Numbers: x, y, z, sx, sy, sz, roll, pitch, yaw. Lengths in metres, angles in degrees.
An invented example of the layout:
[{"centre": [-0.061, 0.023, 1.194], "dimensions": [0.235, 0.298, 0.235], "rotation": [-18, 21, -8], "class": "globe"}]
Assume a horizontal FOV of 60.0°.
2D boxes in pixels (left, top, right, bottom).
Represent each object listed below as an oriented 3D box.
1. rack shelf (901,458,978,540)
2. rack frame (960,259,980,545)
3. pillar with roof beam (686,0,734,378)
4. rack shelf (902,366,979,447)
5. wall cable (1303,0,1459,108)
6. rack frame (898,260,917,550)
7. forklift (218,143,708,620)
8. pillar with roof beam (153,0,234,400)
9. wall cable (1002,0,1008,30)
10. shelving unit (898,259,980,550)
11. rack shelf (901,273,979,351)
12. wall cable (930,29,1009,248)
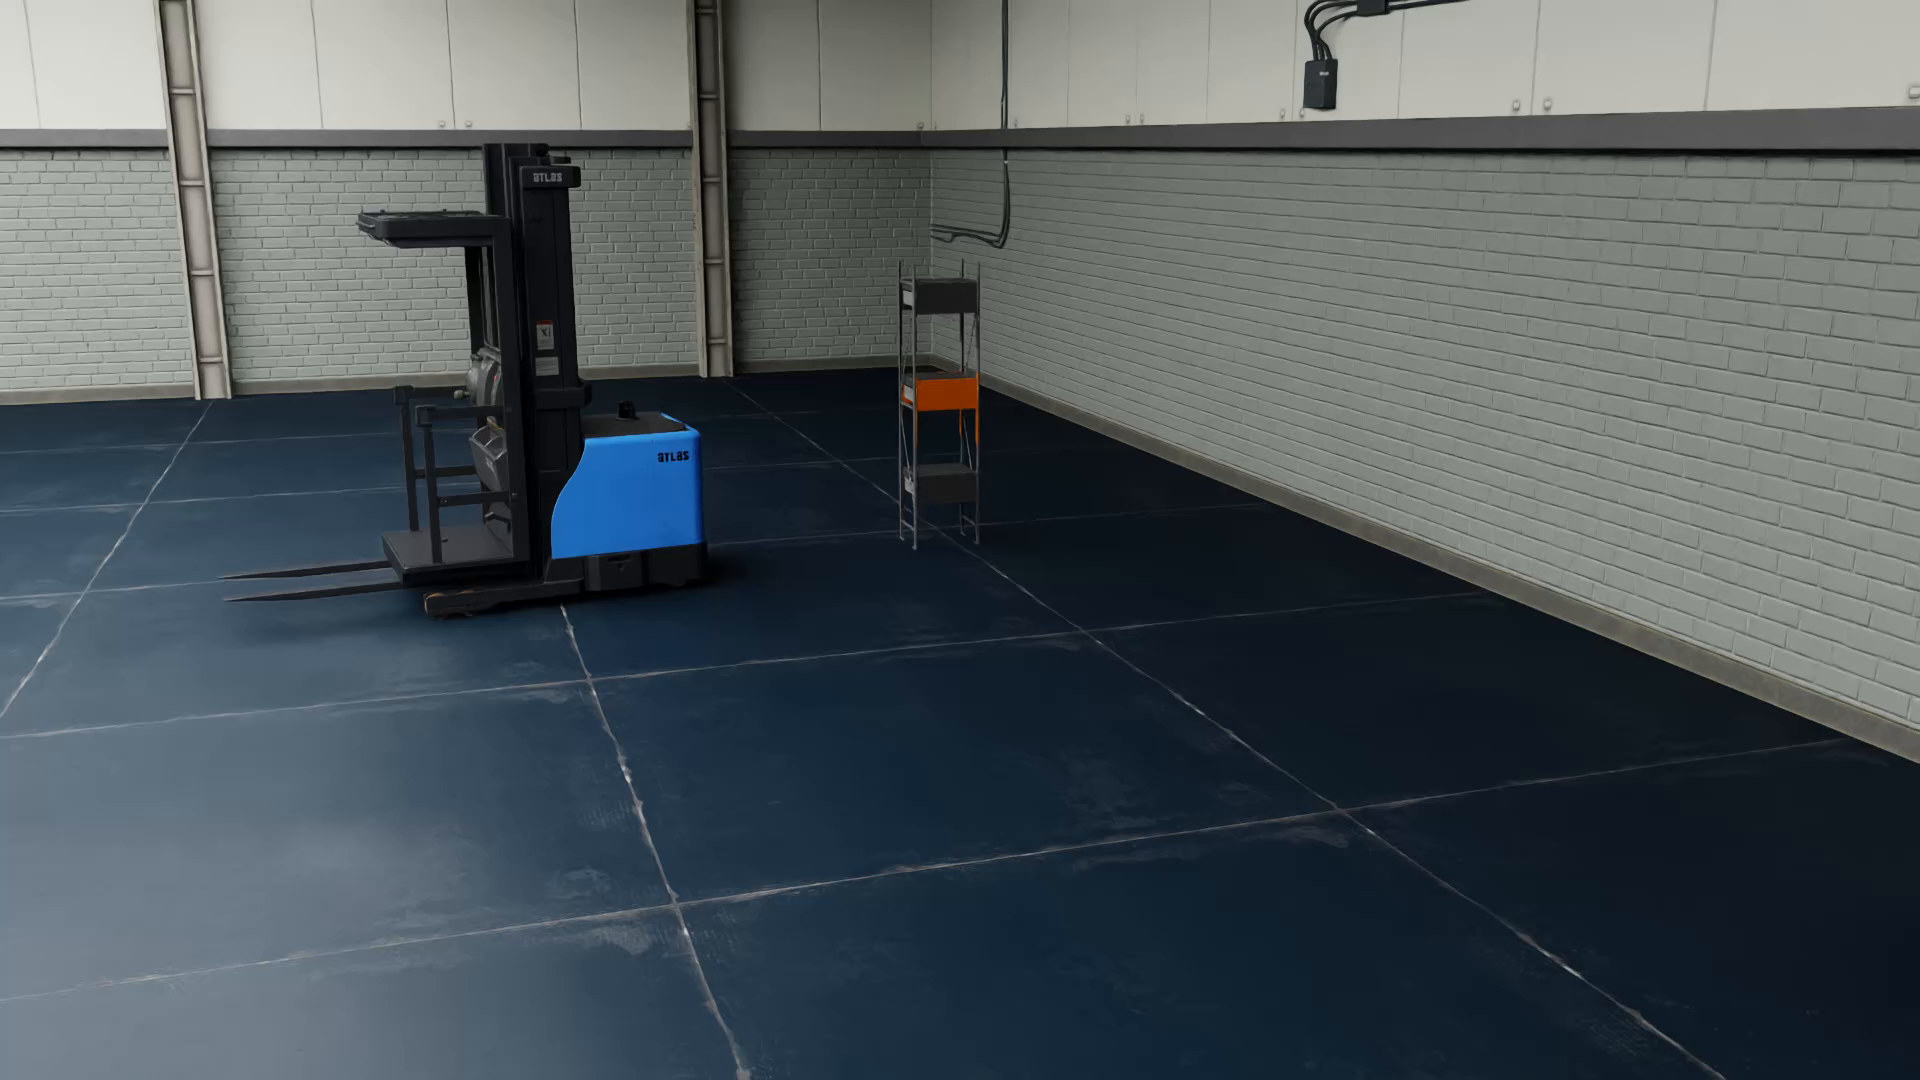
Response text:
[{"centre": [-0.157, -0.315, 12.514], "dimensions": [0.480, 0.518, 0.431], "rotation": [-4, 14, -18], "class": "rack shelf"}, {"centre": [0.074, -1.027, 12.424], "dimensions": [0.015, 2.100, 0.400], "rotation": [-4, 14, -18], "class": "rack frame"}, {"centre": [-1.796, -5.572, 16.622], "dimensions": [0.400, 9.000, 9.100], "rotation": [-4, 14, -18], "class": "pillar with roof beam"}, {"centre": [-0.157, -0.996, 12.352], "dimensions": [0.480, 0.518, 0.431], "rotation": [-4, 14, -18], "class": "rack shelf"}, {"centre": [3.058, -6.015, 11.135], "dimensions": [0.169, 6.003, 2.305], "rotation": [-4, 14, -18], "class": "wall cable"}, {"centre": [-0.388, -0.991, 12.273], "dimensions": [0.015, 2.100, 0.400], "rotation": [-4, 14, -18], "class": "rack frame"}, {"centre": [-3.271, -1.061, 10.772], "dimensions": [3.031, 2.935, 1.130], "rotation": [-6, 15, -25], "class": "forklift"}, {"centre": [-7.483, -5.129, 14.761], "dimensions": [0.400, 9.000, 9.100], "rotation": [-4, 14, -18], "class": "pillar with roof beam"}, {"centre": [0.908, -6.797, 17.567], "dimensions": [0.112, 2.526, 3.097], "rotation": [-4, 14, -18], "class": "wall cable"}, {"centre": [-0.157, -1.009, 12.348], "dimensions": [0.503, 2.100, 0.431], "rotation": [-4, 14, -18], "class": "shelving unit"}, {"centre": [-0.157, -1.677, 12.190], "dimensions": [0.480, 0.518, 0.431], "rotation": [-4, 14, -18], "class": "rack shelf"}, {"centre": [0.045, -4.933, 20.646], "dimensions": [0.112, 2.526, 3.097], "rotation": [-4, 14, -18], "class": "wall cable"}]
